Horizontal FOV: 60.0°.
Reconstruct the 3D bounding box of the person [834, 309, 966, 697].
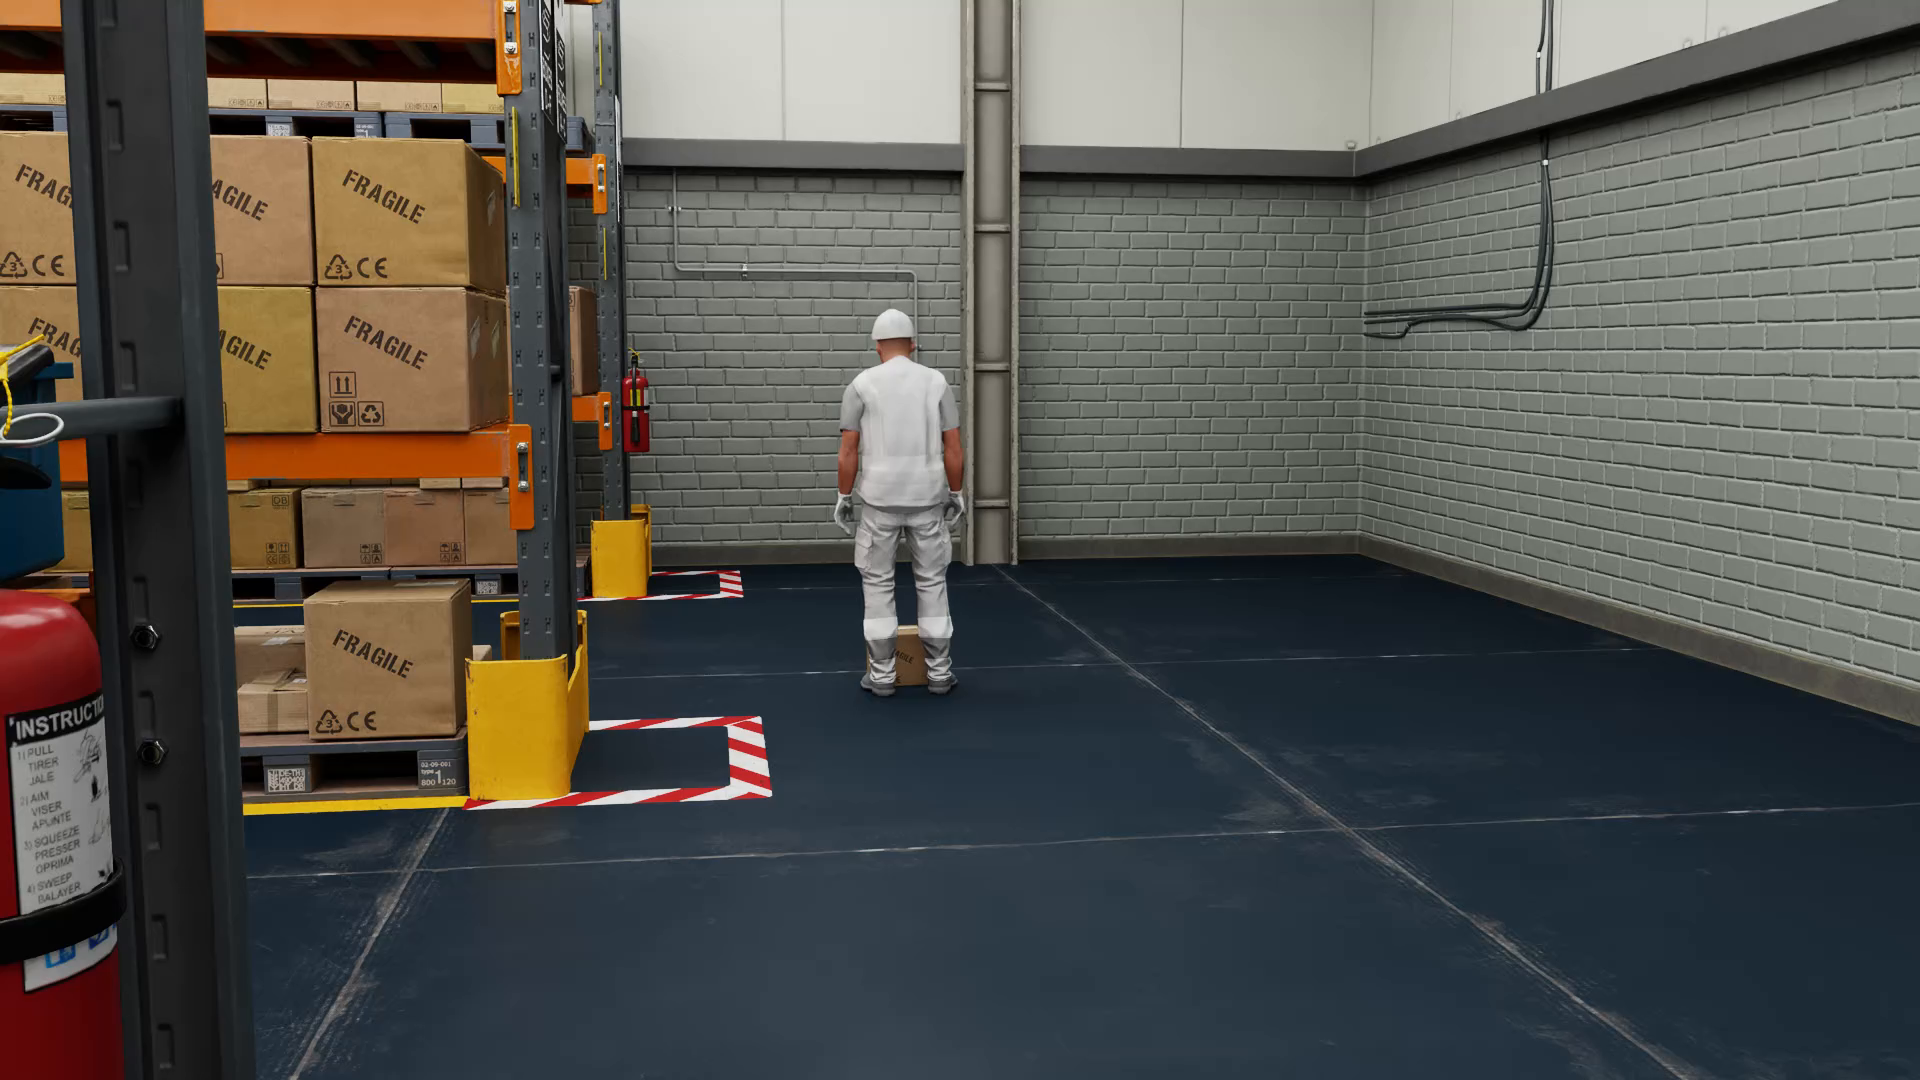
[{"bbox_3d":[-0.275,-0.175,7.713,0.618,1.776,0.455,-1,6,-10],"label":"person"}]
